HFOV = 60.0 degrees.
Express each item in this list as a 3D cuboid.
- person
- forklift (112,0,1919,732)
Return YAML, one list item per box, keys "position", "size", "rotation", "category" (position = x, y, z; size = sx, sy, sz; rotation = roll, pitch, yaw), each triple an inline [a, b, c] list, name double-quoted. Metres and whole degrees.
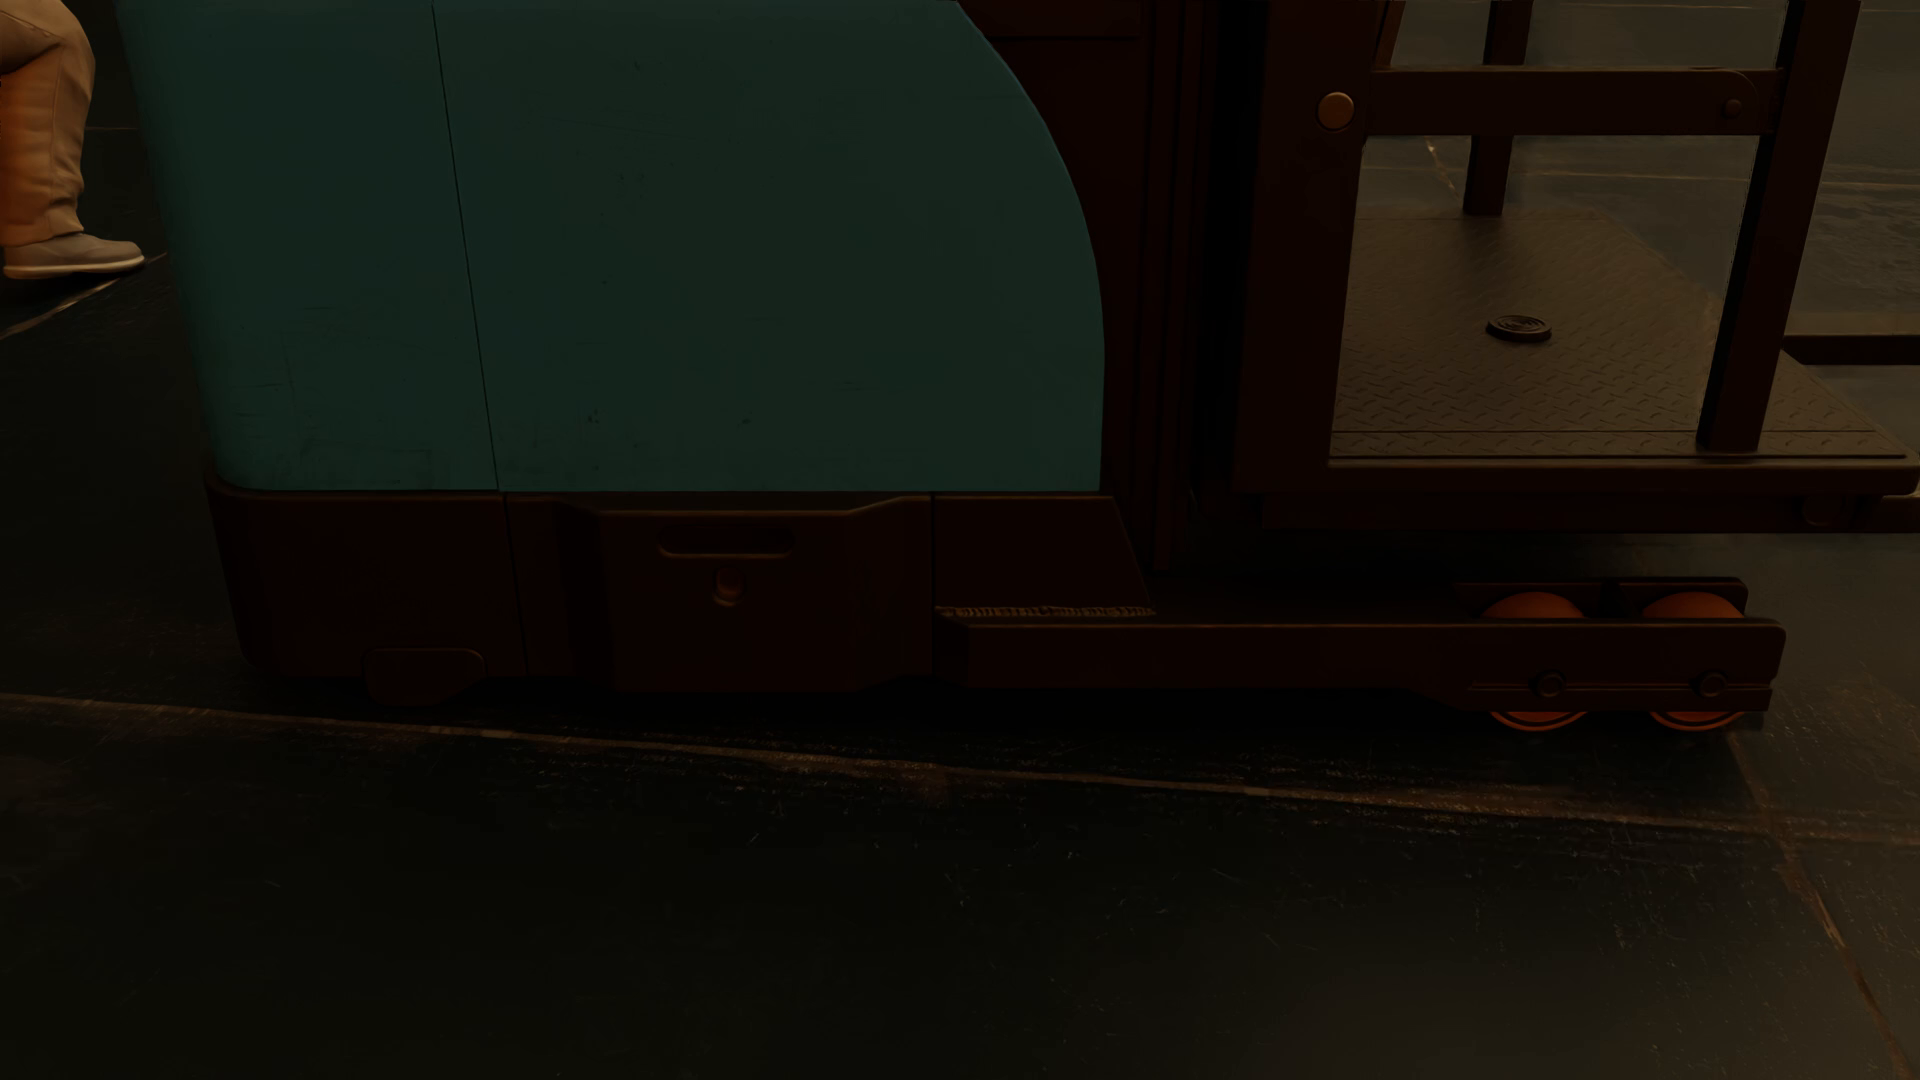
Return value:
- position: [-2.026, -1.249, 3.420]
  size: [0.790, 1.478, 0.967]
  rotation: [15, 30, 27]
  category: "person"
- position: [0.613, -1.317, 1.856]
  size: [3.031, 2.935, 1.130]
  rotation: [0, 27, 0]
  category: "forklift"
